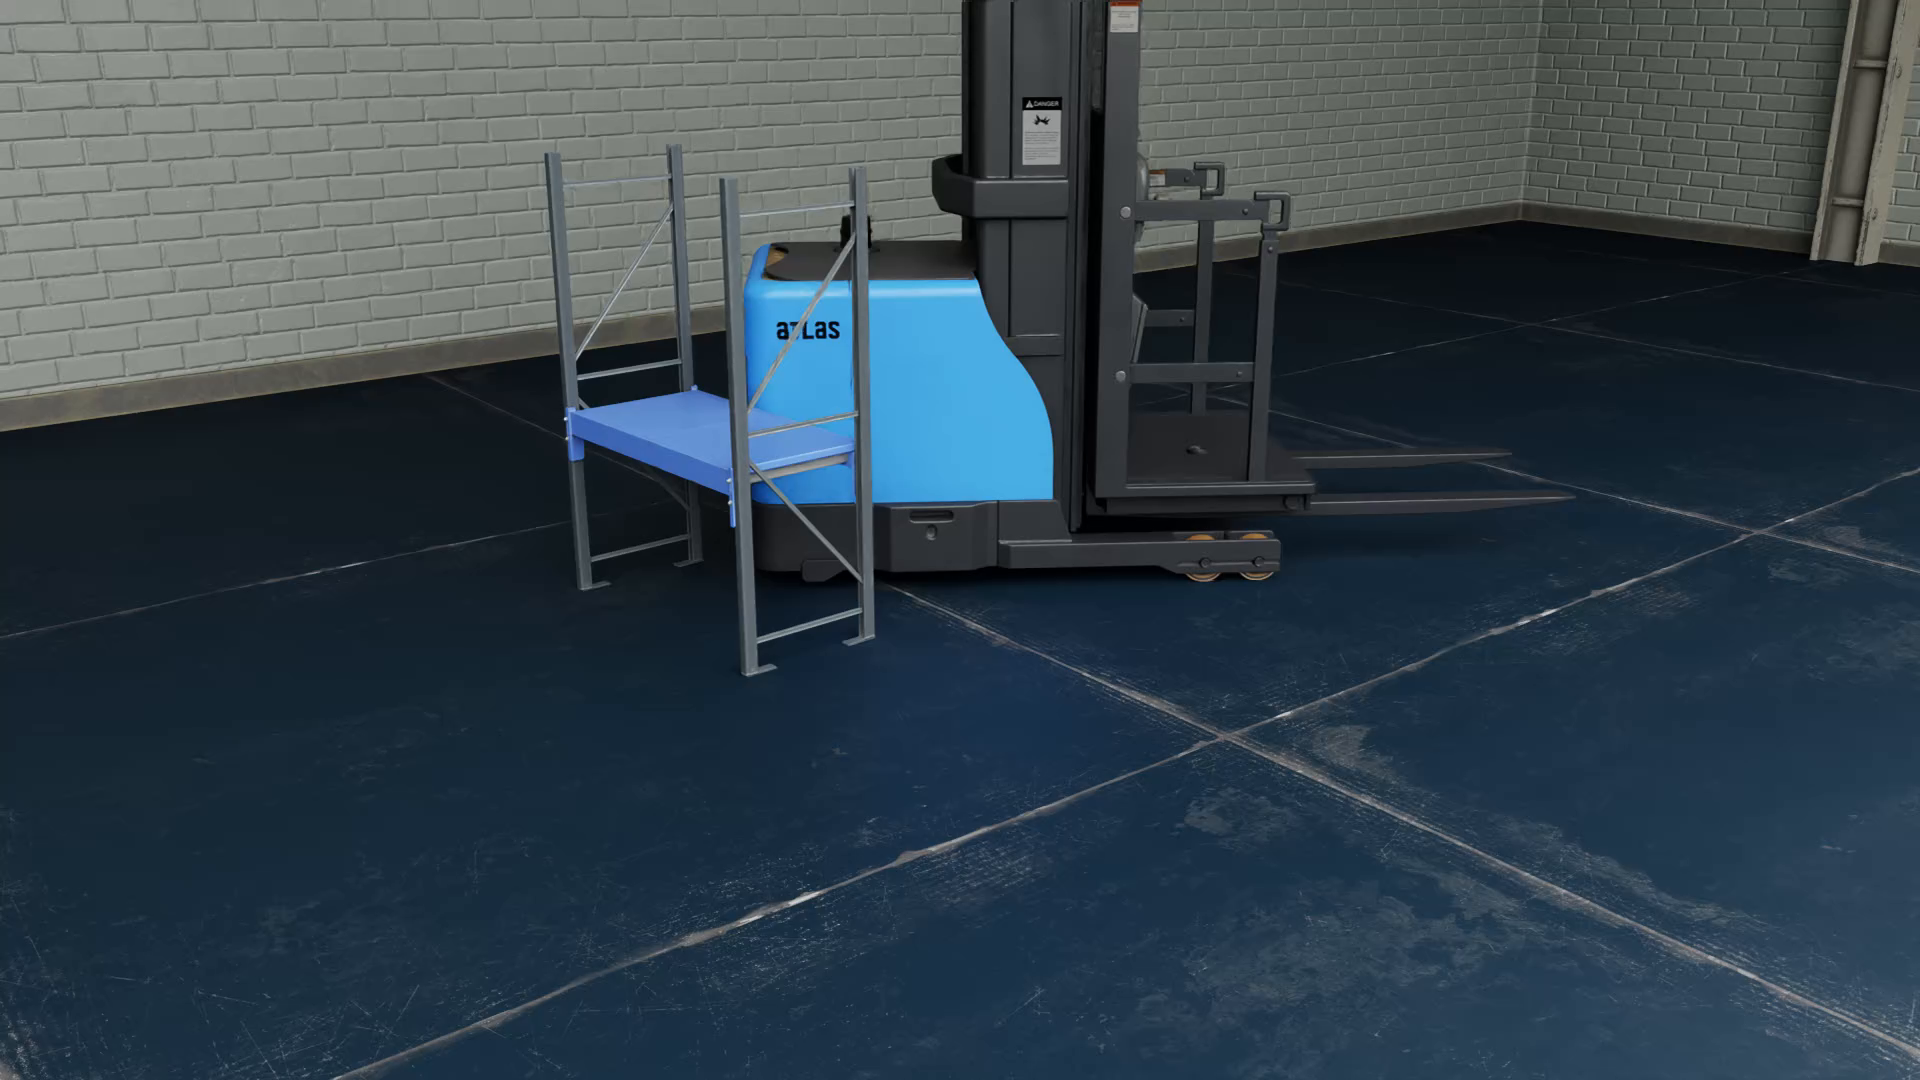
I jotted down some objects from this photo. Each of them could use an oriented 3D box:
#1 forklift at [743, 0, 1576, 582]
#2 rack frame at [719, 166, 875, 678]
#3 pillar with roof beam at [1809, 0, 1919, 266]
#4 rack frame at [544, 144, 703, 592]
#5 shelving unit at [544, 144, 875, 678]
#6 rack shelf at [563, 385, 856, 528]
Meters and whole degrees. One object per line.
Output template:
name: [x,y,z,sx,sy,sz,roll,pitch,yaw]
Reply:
forklift: [0.740,-1.408,5.951,3.031,2.935,1.130,-1,18,-4]
rack frame: [-0.474,-0.345,5.019,0.500,1.500,0.032,-15,24,-39]
pillar with roof beam: [3.492,-5.602,8.966,9.100,9.000,0.400,-14,23,-36]
rack frame: [-1.144,-0.586,5.745,0.500,1.500,0.032,-15,24,-39]
shelving unit: [-0.809,-0.465,5.382,0.538,1.500,1.048,-15,24,-39]
rack shelf: [-0.809,-0.295,5.439,0.538,0.185,1.000,-15,24,-39]
